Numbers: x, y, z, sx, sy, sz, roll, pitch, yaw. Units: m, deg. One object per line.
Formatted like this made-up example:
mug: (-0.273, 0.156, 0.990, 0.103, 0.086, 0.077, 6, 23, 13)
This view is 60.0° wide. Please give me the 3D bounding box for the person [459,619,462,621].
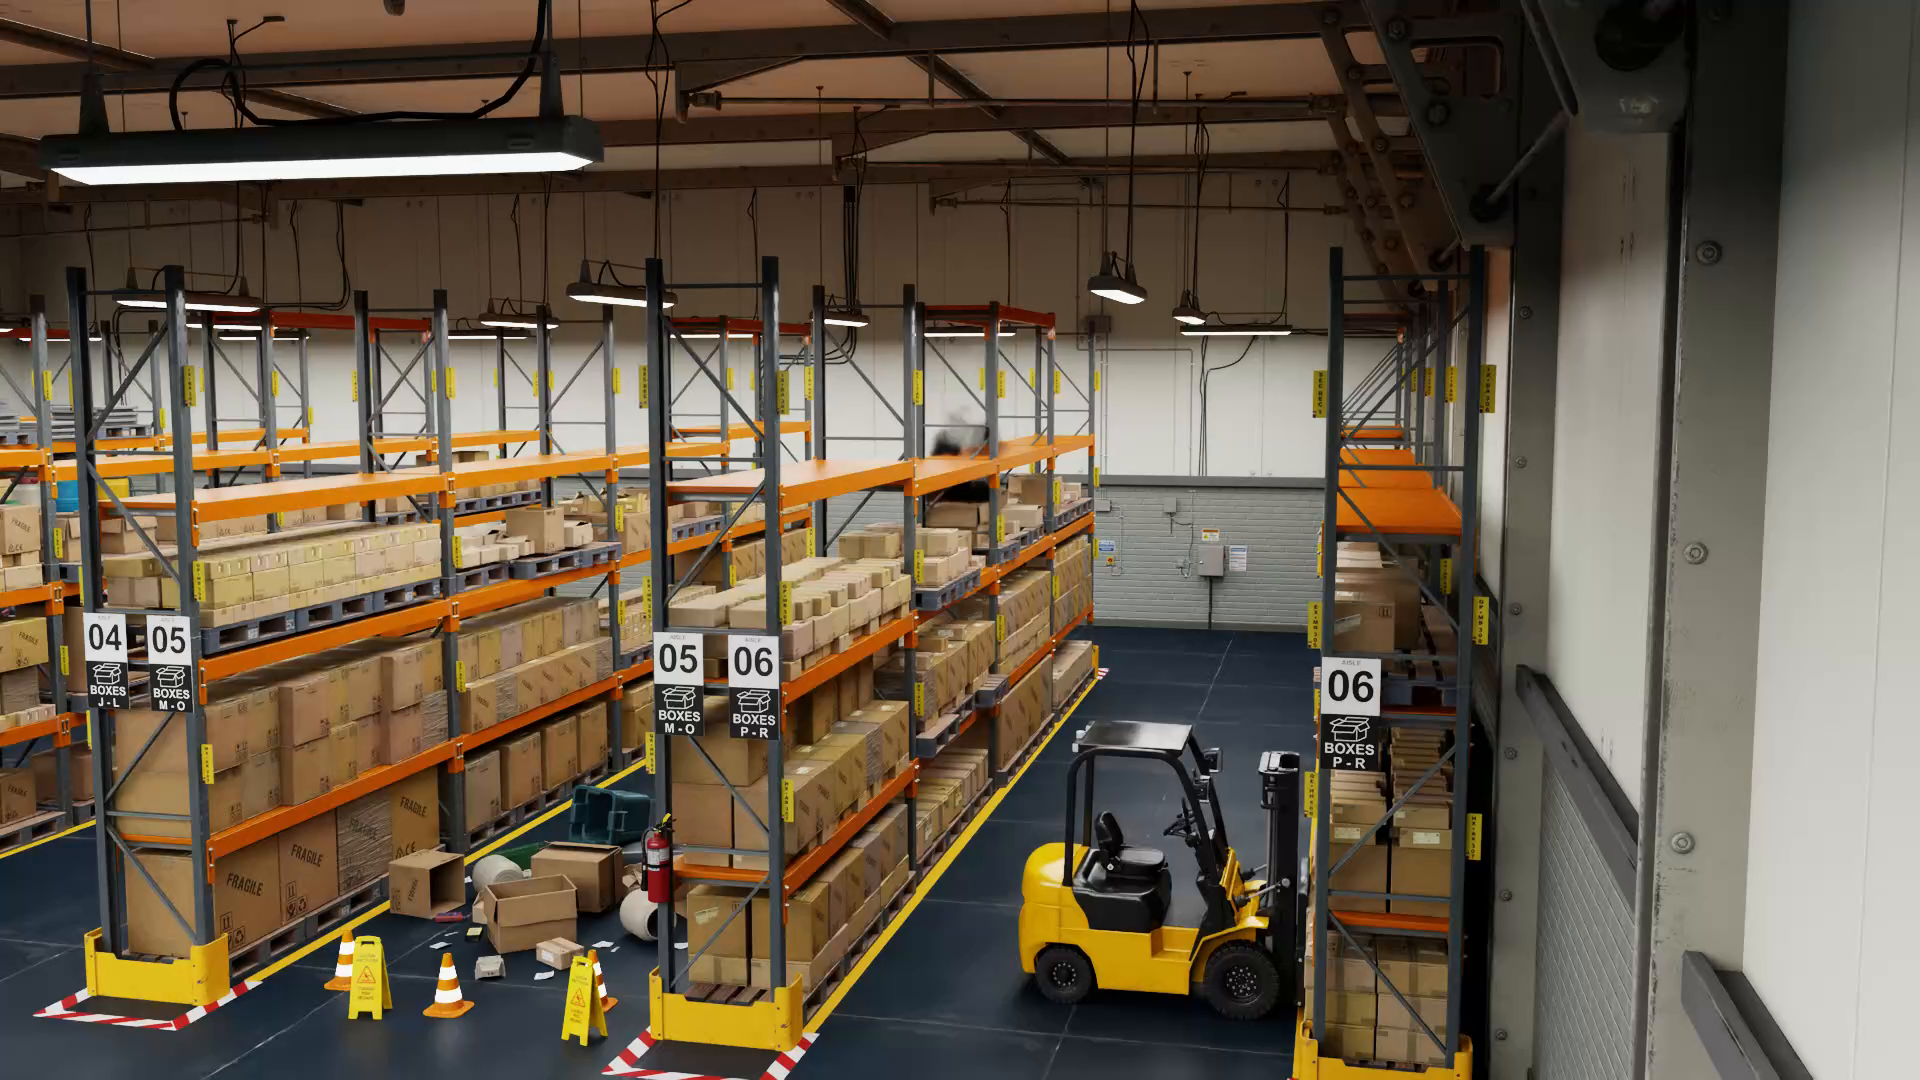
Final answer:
person: (-6.799, 1.996, 22.829, 0.638, 1.839, 0.750, 1, 6, 7)
